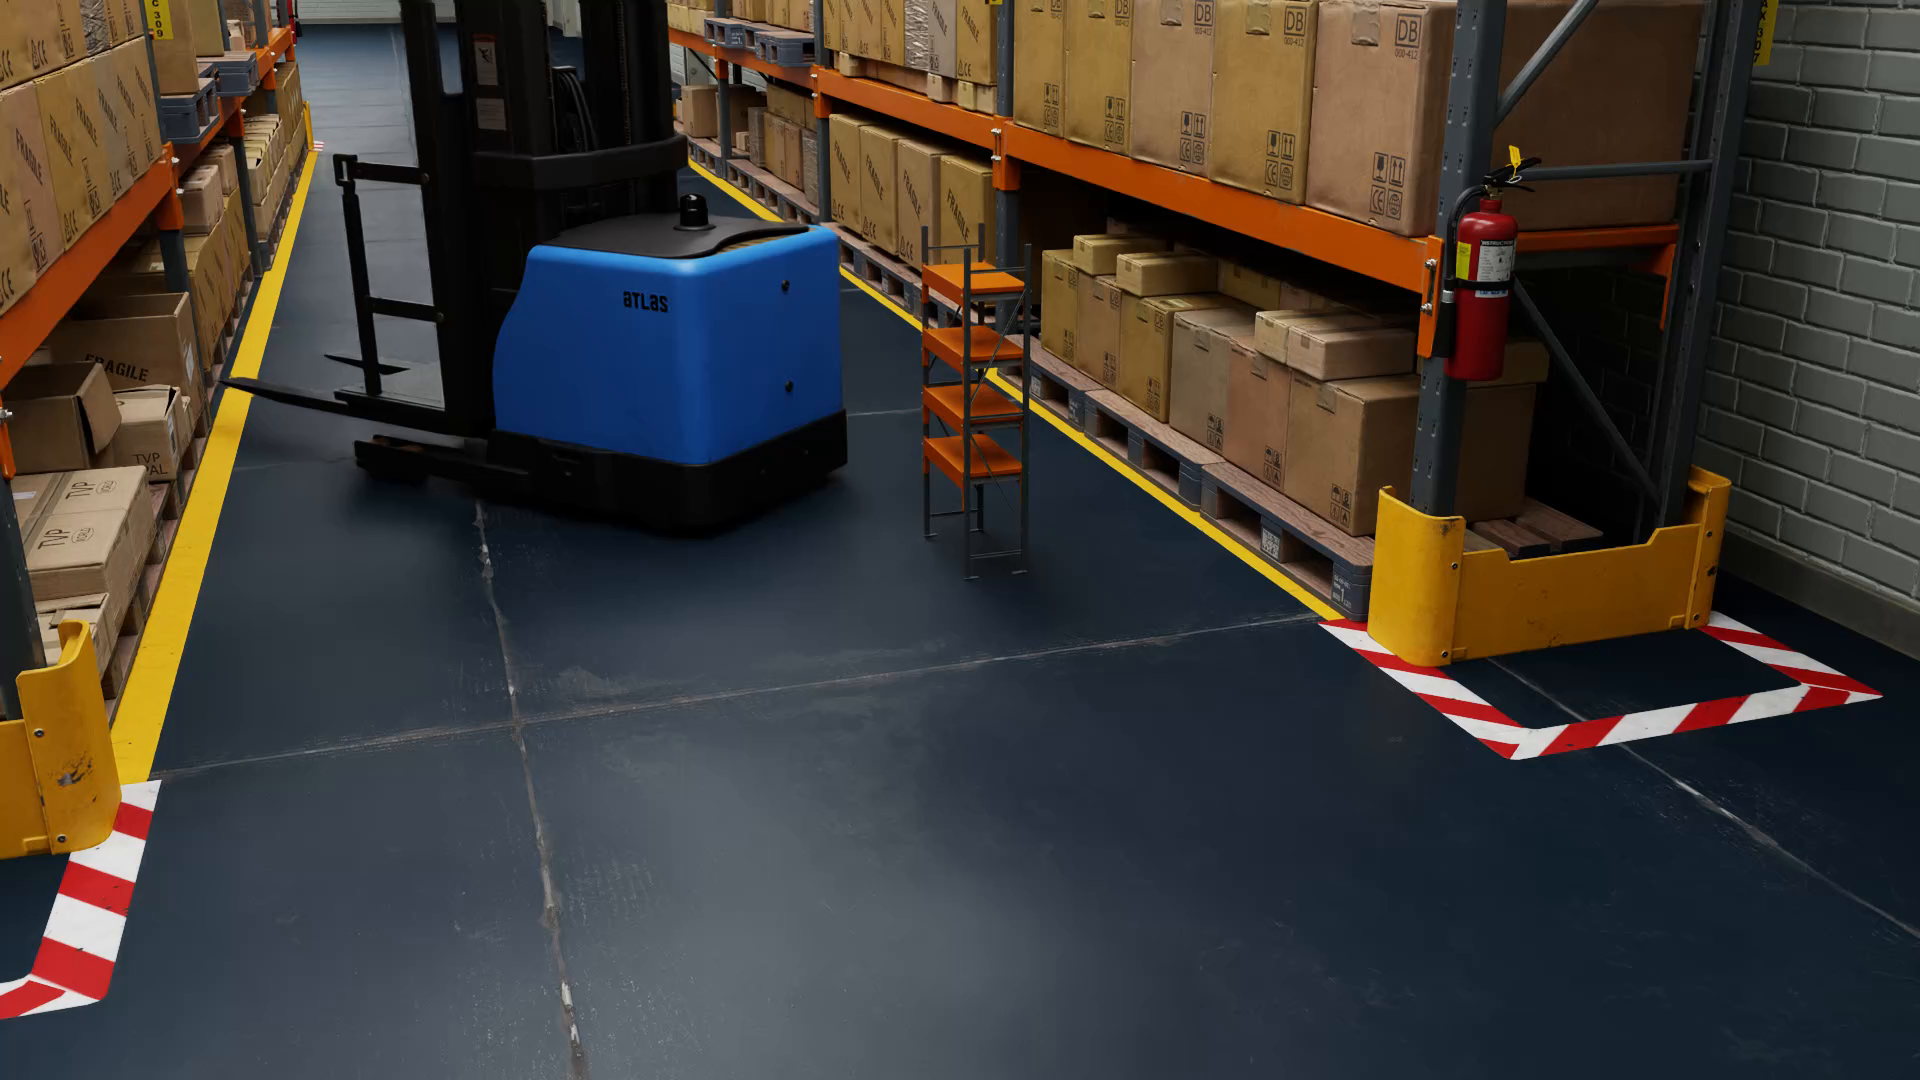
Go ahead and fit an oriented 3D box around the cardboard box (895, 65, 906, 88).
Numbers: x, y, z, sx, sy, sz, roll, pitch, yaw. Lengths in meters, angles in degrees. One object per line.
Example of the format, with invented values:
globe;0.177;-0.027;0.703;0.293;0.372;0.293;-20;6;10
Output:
cardboard box;-0.197;-2.963;10.569;0.380;0.149;0.250;-6;21;-17

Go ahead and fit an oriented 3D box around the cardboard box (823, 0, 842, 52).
cardboard box;-0.664;-3.706;11.680;0.500;0.500;0.500;-6;21;-16

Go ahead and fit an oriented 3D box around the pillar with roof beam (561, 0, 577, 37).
pillar with roof beam;-13.677;-16.195;38.193;9.100;9.000;0.400;-6;21;-17

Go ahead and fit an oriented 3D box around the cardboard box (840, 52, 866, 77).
cardboard box;-0.616;-3.278;11.446;0.380;0.149;0.250;-6;21;-16

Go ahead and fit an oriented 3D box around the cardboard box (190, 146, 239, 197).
cardboard box;-4.736;-2.256;10.198;0.500;0.250;0.500;-6;20;-15

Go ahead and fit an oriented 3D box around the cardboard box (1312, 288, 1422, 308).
cardboard box;1.617;-0.890;6.574;0.380;0.149;0.250;-6;21;-17

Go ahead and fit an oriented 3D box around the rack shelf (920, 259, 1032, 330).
rack shelf;0.052;-0.881;5.933;0.258;0.148;0.480;-6;21;-17

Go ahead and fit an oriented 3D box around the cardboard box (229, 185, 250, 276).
cardboard box;-4.758;-1.921;10.374;0.500;0.500;0.500;-6;20;-15

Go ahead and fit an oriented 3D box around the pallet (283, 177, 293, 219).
pallet;-6.263;-2.904;14.190;1.003;0.211;1.213;-6;21;-17

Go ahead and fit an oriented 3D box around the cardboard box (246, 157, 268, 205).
cardboard box;-5.161;-2.532;11.645;0.500;0.311;0.500;-6;21;-15

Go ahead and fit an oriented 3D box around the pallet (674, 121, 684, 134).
pallet;-2.842;-4.659;19.075;1.003;0.211;1.213;-6;21;-17

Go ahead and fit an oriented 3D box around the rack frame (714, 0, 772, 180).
rack frame;-1.830;-4.976;15.834;1.000;3.000;0.127;-6;21;-17

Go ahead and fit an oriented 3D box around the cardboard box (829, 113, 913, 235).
cardboard box;-0.467;-2.629;11.857;0.750;0.750;0.750;-7;21;-18

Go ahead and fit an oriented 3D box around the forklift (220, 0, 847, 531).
forklift;-2.017;-1.763;6.988;3.031;2.935;1.130;11;23;28

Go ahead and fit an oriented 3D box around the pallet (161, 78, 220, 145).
pallet;-4.165;-2.059;7.996;1.003;0.211;1.213;-6;21;-17

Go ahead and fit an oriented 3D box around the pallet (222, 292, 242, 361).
pallet;-4.696;-1.218;9.497;1.003;0.211;1.213;-6;21;-17

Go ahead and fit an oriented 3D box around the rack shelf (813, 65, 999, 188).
rack shelf;0.055;-2.712;10.595;1.077;0.370;4.000;-6;21;-17

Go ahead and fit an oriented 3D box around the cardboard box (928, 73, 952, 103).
cardboard box;0.030;-2.624;9.626;0.380;0.149;0.250;-6;21;-17

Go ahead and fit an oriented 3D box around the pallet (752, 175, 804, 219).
pallet;-1.197;-3.022;14.518;1.003;0.211;1.213;-6;21;-17

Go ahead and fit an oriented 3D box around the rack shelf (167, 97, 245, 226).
rack shelf;-4.646;-2.185;9.126;1.077;0.370;4.000;-6;21;-17

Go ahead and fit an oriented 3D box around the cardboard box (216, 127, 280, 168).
cardboard box;-5.808;-3.190;13.478;0.500;0.311;0.500;-6;21;-17

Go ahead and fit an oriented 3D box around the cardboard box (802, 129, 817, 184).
cardboard box;-0.901;-3.127;13.731;0.700;0.500;0.500;-6;21;-17

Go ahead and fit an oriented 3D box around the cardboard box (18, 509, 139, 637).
cardboard box;-2.819;0.124;5.051;0.500;0.250;0.500;-6;21;-17

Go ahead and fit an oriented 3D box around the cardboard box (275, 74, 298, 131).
cardboard box;-6.695;-4.208;16.033;0.500;0.500;0.500;-6;21;-17

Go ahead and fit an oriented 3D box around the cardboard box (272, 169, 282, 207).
cardboard box;-5.649;-2.760;13.110;0.500;0.250;0.500;-6;21;-16

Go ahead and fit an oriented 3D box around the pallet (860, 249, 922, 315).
pallet;-0.017;-1.729;10.917;1.003;0.211;1.213;-6;21;-17

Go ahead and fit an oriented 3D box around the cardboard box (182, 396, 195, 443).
cardboard box;-3.394;-0.480;6.883;0.380;0.149;0.250;-6;21;-17

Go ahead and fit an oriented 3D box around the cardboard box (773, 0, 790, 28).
cardboard box;-1.143;-4.494;13.692;0.700;0.500;0.500;-6;21;-17

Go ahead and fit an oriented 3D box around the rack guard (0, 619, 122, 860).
rack guard;-2.784;0.554;4.134;1.175;0.500;0.348;-6;21;-17

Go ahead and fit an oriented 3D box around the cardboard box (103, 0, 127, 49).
cardboard box;-3.449;-2.100;6.200;0.500;0.500;0.500;-7;21;-18

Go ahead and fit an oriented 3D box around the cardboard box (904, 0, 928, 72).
cardboard box;-0.020;-3.052;9.858;0.500;0.500;0.500;-6;21;-17

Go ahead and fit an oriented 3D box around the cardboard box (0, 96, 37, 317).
cardboard box;-2.649;-0.815;4.102;0.500;0.500;0.500;-6;21;-16

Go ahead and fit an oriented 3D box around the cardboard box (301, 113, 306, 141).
cardboard box;-7.172;-4.336;17.498;0.500;0.250;0.500;-6;21;-17

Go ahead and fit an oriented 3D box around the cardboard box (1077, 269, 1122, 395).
cardboard box;0.976;-1.018;7.890;0.700;0.500;0.500;-7;21;-18

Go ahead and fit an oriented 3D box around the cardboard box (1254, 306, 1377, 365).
cardboard box;1.332;-0.770;6.239;0.380;0.149;0.250;-6;21;-16

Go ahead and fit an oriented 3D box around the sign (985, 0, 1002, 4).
sign;0.172;-2.856;8.335;0.100;0.325;0.005;-6;21;-17

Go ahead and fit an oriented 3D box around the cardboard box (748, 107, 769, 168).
cardboard box;-1.583;-3.773;15.529;0.700;0.500;0.500;-6;21;-15

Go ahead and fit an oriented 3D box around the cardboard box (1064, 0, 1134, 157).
cardboard box;1.063;-2.140;7.492;0.980;0.700;0.700;-7;21;-19

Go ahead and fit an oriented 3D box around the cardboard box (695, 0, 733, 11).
cardboard box;-2.273;-5.387;16.060;0.500;0.500;0.500;-6;21;-17

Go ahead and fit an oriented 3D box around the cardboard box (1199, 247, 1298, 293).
cardboard box;1.294;-1.218;7.487;0.380;0.149;0.250;-6;21;-17

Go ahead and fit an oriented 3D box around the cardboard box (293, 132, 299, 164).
cardboard box;-6.542;-3.694;15.711;0.500;0.250;0.500;-6;21;-17

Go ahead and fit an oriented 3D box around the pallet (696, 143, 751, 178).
pallet;-2.075;-3.876;16.895;1.003;0.211;1.213;-6;21;-17

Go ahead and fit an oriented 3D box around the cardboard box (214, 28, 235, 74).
cardboard box;-5.372;-3.431;11.663;0.500;0.311;0.500;-7;21;-18

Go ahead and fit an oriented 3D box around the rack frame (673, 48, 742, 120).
rack frame;-3.088;-6.260;19.408;1.000;3.000;0.127;-6;21;-17

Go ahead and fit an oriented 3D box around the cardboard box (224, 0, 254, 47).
cardboard box;-6.677;-4.638;14.743;0.700;0.500;0.500;-7;21;-19

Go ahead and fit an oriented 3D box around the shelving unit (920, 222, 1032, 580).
shelving unit;0.052;-0.512;6.066;0.258;1.200;0.503;-6;21;-17

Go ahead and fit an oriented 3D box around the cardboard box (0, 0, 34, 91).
cardboard box;-2.821;-1.453;4.397;0.500;0.500;0.500;-6;21;-17

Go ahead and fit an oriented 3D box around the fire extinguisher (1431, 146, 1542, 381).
fire extinguisher;1.551;-0.816;4.918;0.296;0.674;0.183;-6;21;-17

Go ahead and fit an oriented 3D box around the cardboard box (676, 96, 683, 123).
cardboard box;-2.956;-4.970;19.143;0.500;0.311;0.500;-9;22;-23

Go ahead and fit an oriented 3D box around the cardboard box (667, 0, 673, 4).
cardboard box;-2.921;-6.041;17.879;0.500;0.500;0.500;-7;21;-19

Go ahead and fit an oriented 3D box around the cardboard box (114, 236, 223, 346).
cardboard box;-4.116;-1.263;8.543;0.500;0.500;0.500;-6;21;-16

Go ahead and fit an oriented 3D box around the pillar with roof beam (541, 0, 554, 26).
pillar with roof beam;-15.563;-18.120;43.554;9.100;9.000;0.400;-6;21;-17

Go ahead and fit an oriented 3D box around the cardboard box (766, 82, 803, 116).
cardboard box;-1.442;-3.985;15.010;0.500;0.250;0.500;-7;21;-18

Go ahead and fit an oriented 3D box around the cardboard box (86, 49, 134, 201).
cardboard box;-3.290;-1.466;5.912;0.500;0.500;0.500;-6;21;-16

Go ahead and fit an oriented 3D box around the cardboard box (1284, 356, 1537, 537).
cardboard box;1.626;-0.361;6.060;0.700;0.500;0.500;-6;21;-17

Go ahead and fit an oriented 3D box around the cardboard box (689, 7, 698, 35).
cardboard box;-2.416;-5.196;16.637;0.500;0.250;0.500;-6;21;-17
